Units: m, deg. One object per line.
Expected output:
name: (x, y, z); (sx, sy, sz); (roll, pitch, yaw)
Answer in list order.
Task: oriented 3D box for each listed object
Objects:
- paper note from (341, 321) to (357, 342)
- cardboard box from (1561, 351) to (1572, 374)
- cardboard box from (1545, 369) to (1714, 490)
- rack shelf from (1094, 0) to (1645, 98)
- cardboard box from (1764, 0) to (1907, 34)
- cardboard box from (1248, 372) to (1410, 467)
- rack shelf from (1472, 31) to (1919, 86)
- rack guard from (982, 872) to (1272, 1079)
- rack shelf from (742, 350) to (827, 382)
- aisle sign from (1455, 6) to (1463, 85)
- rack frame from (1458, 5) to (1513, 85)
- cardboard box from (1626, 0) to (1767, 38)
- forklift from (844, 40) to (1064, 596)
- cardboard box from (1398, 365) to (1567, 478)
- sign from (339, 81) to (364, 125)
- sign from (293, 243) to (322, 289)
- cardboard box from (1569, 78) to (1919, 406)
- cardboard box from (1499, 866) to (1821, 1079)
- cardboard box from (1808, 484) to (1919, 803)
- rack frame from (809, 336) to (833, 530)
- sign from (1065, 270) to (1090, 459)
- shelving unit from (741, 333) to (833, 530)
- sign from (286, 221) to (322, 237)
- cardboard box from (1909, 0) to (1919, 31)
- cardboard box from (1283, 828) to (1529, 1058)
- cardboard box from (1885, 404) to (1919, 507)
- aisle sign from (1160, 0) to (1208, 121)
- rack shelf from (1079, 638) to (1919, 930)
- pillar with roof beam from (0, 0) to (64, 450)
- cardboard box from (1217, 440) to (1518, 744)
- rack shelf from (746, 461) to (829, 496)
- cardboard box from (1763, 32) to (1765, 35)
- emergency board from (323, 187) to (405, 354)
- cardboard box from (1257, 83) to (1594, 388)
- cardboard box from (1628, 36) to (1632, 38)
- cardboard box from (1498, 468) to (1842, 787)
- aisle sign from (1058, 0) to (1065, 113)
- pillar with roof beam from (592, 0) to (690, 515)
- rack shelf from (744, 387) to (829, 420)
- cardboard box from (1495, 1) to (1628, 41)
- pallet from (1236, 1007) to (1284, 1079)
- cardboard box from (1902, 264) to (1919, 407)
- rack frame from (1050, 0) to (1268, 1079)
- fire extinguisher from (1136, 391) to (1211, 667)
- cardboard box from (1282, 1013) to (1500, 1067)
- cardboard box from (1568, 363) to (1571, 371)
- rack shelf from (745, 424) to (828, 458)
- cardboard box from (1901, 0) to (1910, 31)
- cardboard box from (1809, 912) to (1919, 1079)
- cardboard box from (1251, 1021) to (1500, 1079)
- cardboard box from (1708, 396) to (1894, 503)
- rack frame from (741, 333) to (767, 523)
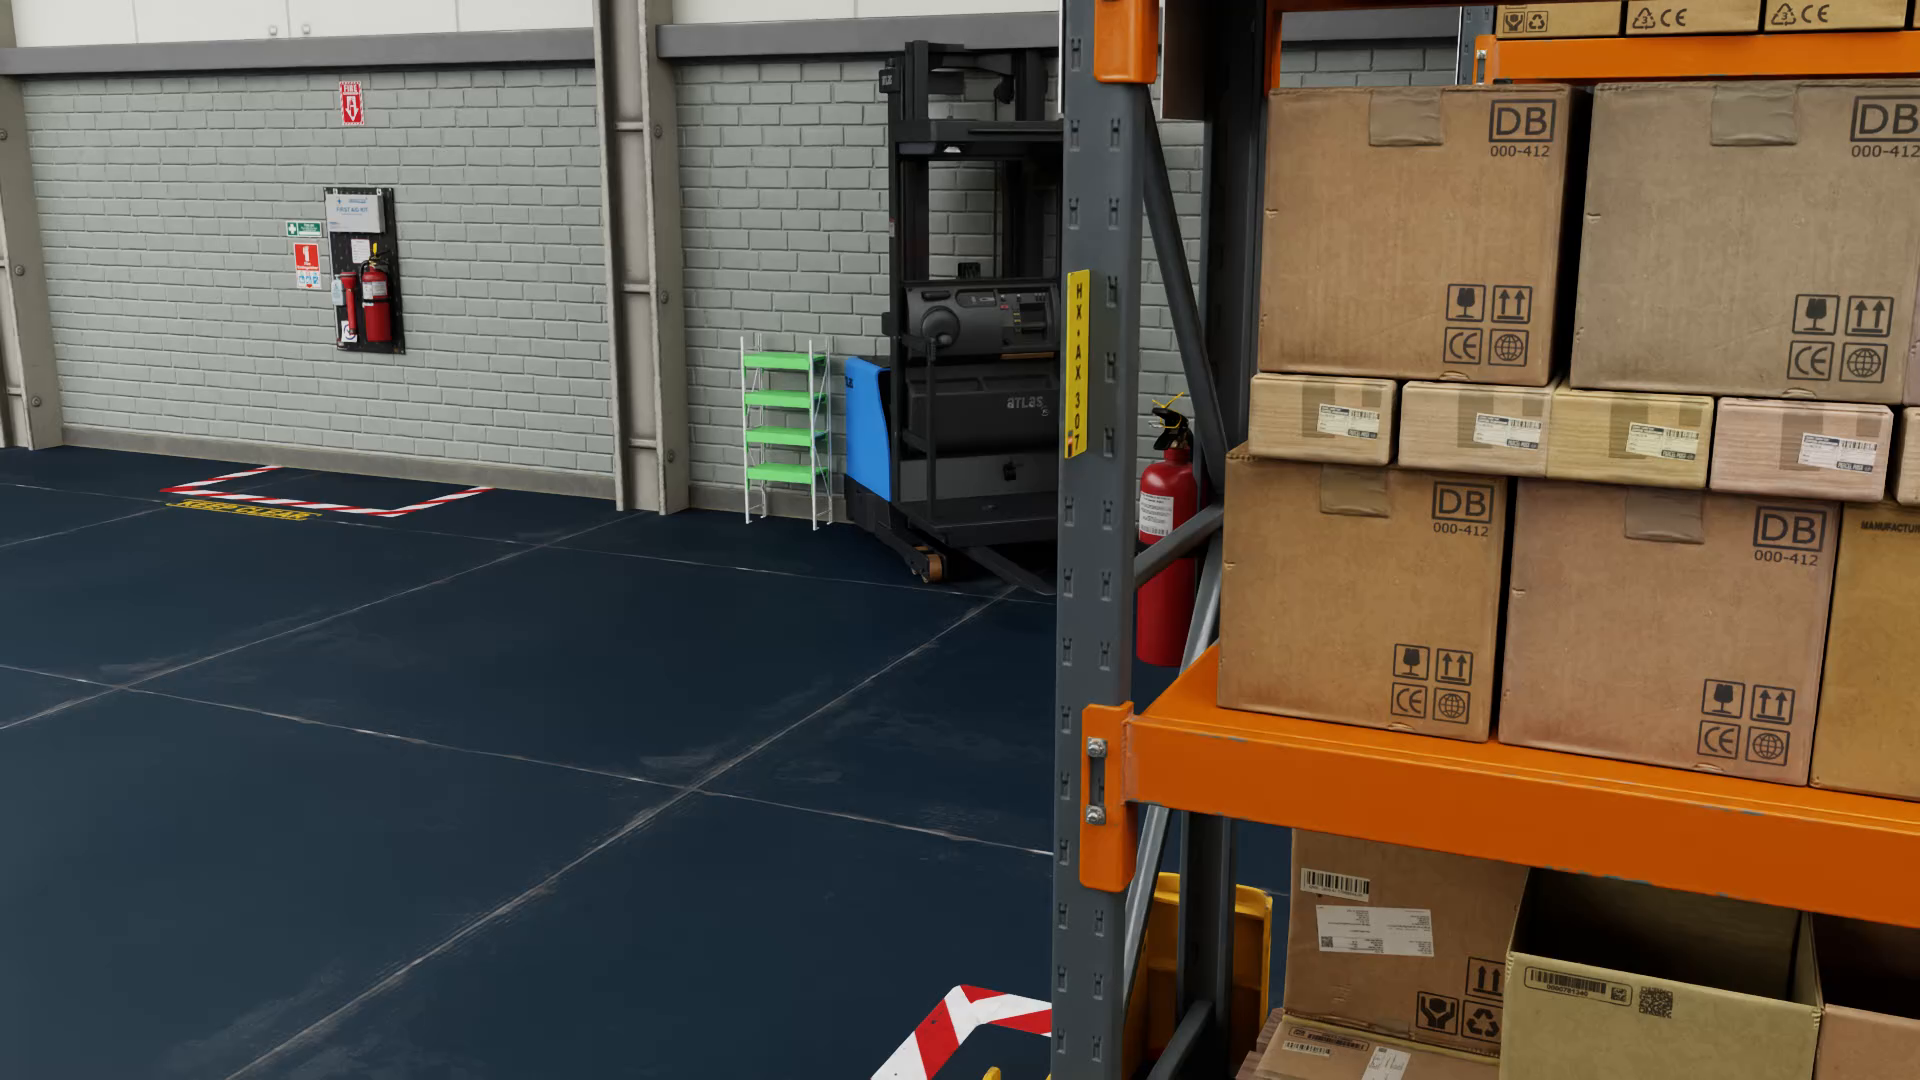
paper note: (-4.432, -1.512, 12.061); (0.142, 0.148, 0.016); (6, 14, 23)
cardboard box: (1.105, -0.312, 3.381); (0.250, 0.149, 0.380); (6, 15, 25)
cardboard box: (1.180, -0.203, 2.916); (0.250, 0.149, 0.380); (6, 14, 23)
rack shelf: (2.267, -0.892, 2.500); (4.000, 0.370, 1.077); (6, 14, 23)
cardboard box: (3.599, -2.334, 6.805); (0.500, 0.500, 0.500); (7, 15, 26)
cardboard box: (0.710, -0.251, 3.118); (0.250, 0.149, 0.380); (6, 14, 23)
rack shelf: (4.270, -1.927, 6.911); (4.000, 0.370, 1.077); (6, 14, 23)
rack guard: (0.417, 1.247, 3.845); (0.348, 0.500, 1.175); (6, 14, 23)
rack shelf: (-1.099, -1.099, 10.490); (0.480, 0.148, 0.258); (6, 14, 23)
aisle sign: (2.254, -2.212, 7.425); (0.004, 0.787, 0.394); (6, 14, 23)
rack frame: (2.442, -1.002, 7.960); (0.127, 3.000, 1.000); (6, 14, 23)
cardboard box: (3.123, -2.381, 7.006); (0.500, 0.500, 0.500); (7, 15, 27)
forklift: (0.215, -1.292, 9.345); (1.130, 2.935, 3.031); (-5, 14, -19)
cardboard box: (0.953, -0.227, 3.016); (0.250, 0.149, 0.380); (5, 14, 22)
sign: (-4.265, -3.060, 11.656); (0.199, 0.298, 0.001); (6, 14, 23)
sign: (-4.762, -2.000, 12.135); (0.234, 0.329, 0.001); (6, 14, 23)
cardboard box: (1.392, -0.549, 2.971); (0.500, 0.500, 0.700); (5, 14, 22)
cardboard box: (1.297, 0.944, 3.125); (0.500, 0.500, 0.500); (6, 14, 23)
cardboard box: (1.794, 0.125, 2.939); (0.500, 0.500, 0.700); (6, 14, 24)
rack frame: (-0.875, -0.672, 10.491); (0.015, 1.200, 0.240); (6, 14, 23)
sign: (0.208, -0.312, 2.950); (0.005, 0.325, 0.100); (6, 14, 23)
shelving unit: (-1.099, -0.694, 10.585); (0.503, 1.200, 0.258); (6, 14, 23)
sign: (-4.761, -2.256, 12.064); (0.331, 0.109, 0.001); (6, 14, 23)
cardboard box: (4.097, -2.288, 6.613); (0.500, 0.500, 0.500); (7, 15, 27)
cardboard box: (1.049, 0.789, 3.783); (0.500, 0.500, 0.500); (6, 14, 23)
cardboard box: (1.655, -0.155, 2.712); (0.250, 0.149, 0.380); (5, 14, 21)
aisle sign: (0.497, -1.300, 3.540); (0.004, 0.787, 0.394); (6, 14, 23)
rack shelf: (2.267, 0.568, 2.843); (4.000, 0.370, 1.077); (6, 14, 23)
pillar with roof beam: (-9.283, -4.250, 8.669); (0.400, 9.000, 9.100); (6, 14, 23)
cardboard box: (0.860, 0.030, 3.343); (0.500, 0.500, 0.700); (6, 14, 23)
rack shelf: (-1.099, -0.398, 10.654); (0.480, 0.148, 0.258); (6, 14, 23)
cardboard box: (3.384, -2.495, 7.491); (0.500, 0.500, 0.500); (6, 14, 23)
emergency board: (-4.298, -1.910, 11.829); (0.643, 1.169, 0.194); (6, 14, 23)
cardboard box: (0.909, -0.597, 3.174); (0.500, 0.500, 0.700); (6, 14, 23)
cardboard box: (2.926, -2.535, 7.665); (0.500, 0.500, 0.500); (7, 15, 27)
cardboard box: (1.342, 0.077, 3.140); (0.500, 0.500, 0.700); (6, 15, 25)
aisle sign: (0.254, -1.175, 3.006); (0.004, 0.787, 0.394); (6, 14, 23)
pillar with roof beam: (-3.798, -3.695, 6.303); (0.400, 9.000, 9.100); (6, 14, 23)
rack shelf: (-1.099, -0.865, 10.545); (0.480, 0.148, 0.258); (6, 14, 23)
cardboard box: (2.646, -2.438, 7.250); (0.500, 0.500, 0.500); (6, 15, 25)
pallet: (1.155, 1.452, 3.604); (1.213, 0.211, 1.003); (6, 14, 23)
cardboard box: (1.853, -0.503, 2.773); (0.500, 0.500, 0.700); (6, 14, 23)
rack frame: (0.439, 0.033, 3.550); (0.127, 3.000, 1.000); (6, 14, 23)
fire extinguisher: (0.519, -0.038, 4.019); (0.183, 0.674, 0.296); (6, 14, 23)
cardboard box: (1.049, 1.155, 3.867); (0.500, 0.250, 0.500); (6, 14, 23)
cardboard box: (1.339, -0.289, 3.280); (0.250, 0.149, 0.380); (6, 14, 22)
rack shelf: (-1.099, -0.632, 10.599); (0.480, 0.148, 0.258); (6, 14, 23)
cardboard box: (3.852, -2.445, 7.279); (0.500, 0.500, 0.500); (5, 14, 21)
cardboard box: (1.759, 0.987, 2.939); (0.500, 0.500, 0.500); (6, 14, 23)
cardboard box: (0.839, 1.263, 3.406); (0.500, 0.250, 0.500); (6, 14, 23)
cardboard box: (1.410, -0.180, 2.815); (0.250, 0.149, 0.380); (6, 14, 22)
rack frame: (-1.323, -0.716, 10.679); (0.015, 1.200, 0.240); (6, 14, 23)
